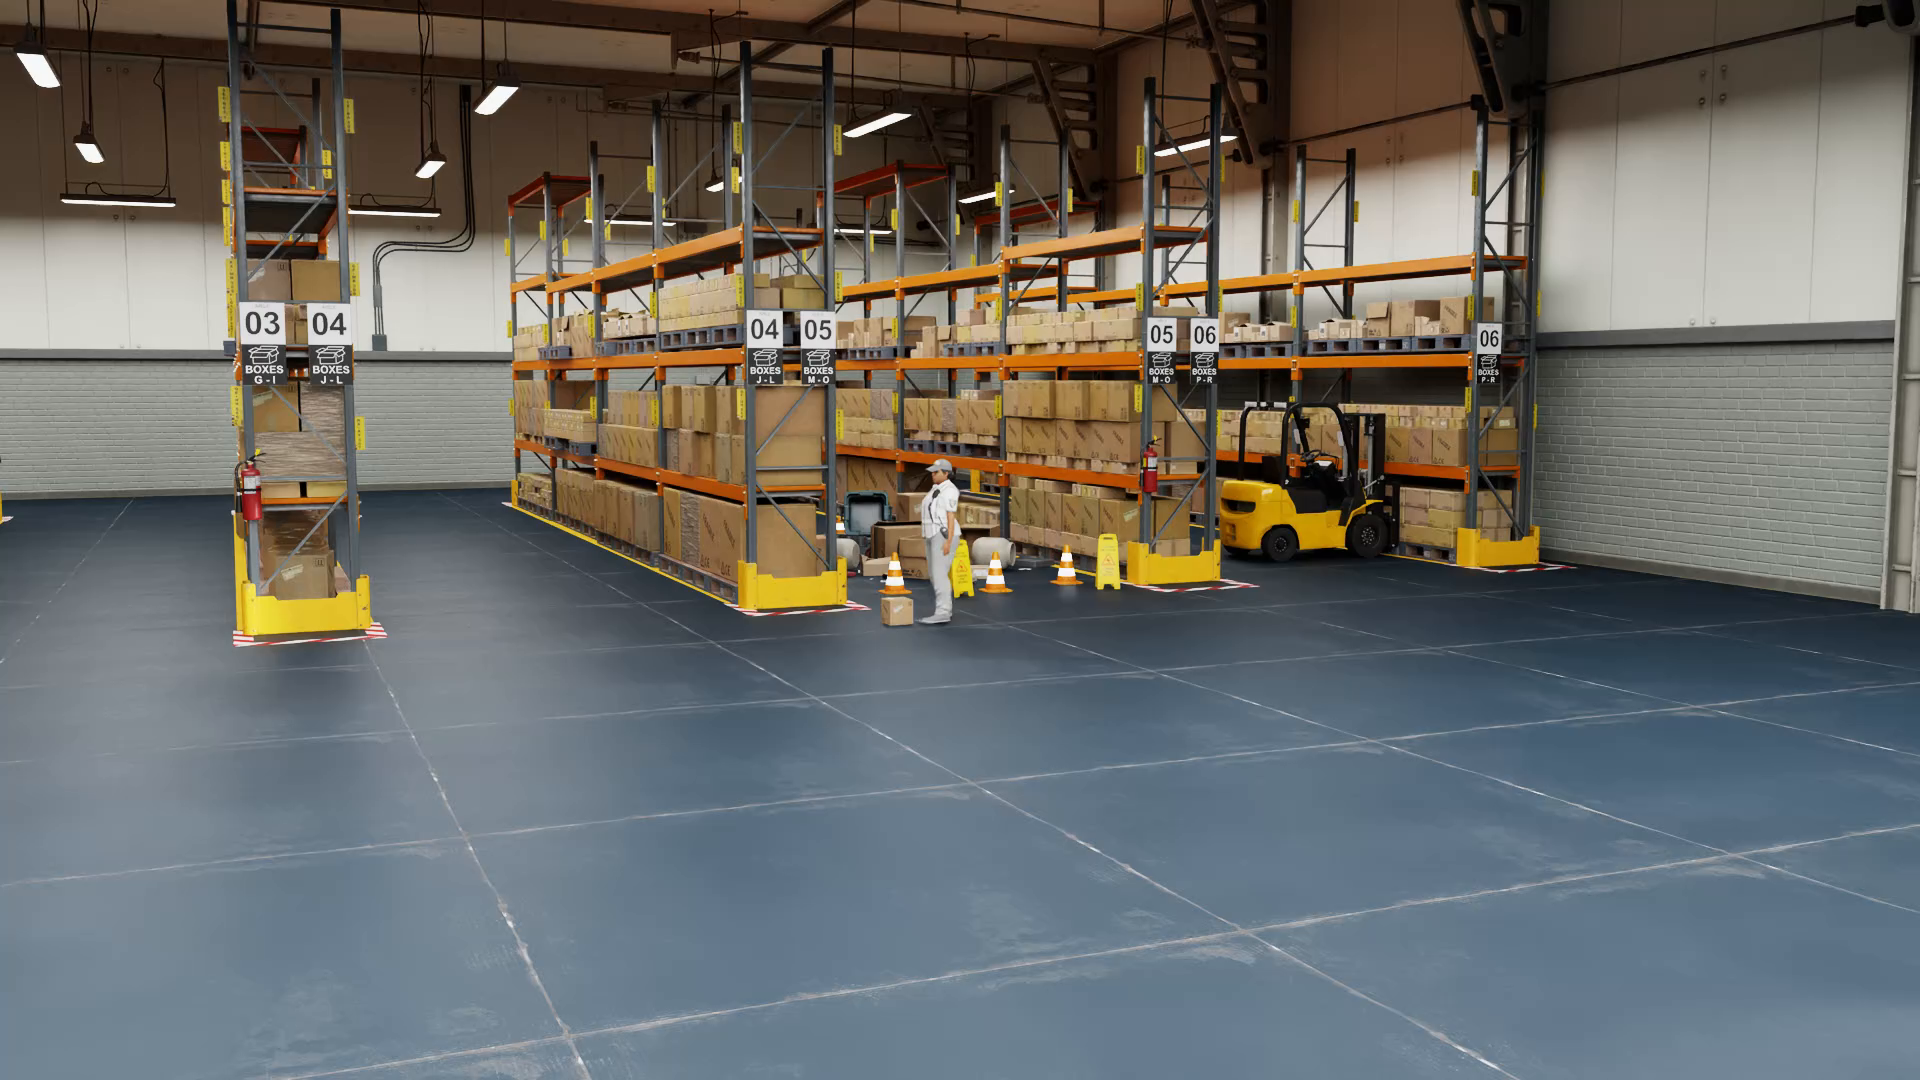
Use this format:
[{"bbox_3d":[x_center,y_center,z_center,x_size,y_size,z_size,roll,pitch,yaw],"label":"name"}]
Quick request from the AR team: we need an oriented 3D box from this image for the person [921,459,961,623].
[{"bbox_3d":[-0.202,0.017,16.965,0.392,1.684,0.469,-2,6,-22],"label":"person"}]
